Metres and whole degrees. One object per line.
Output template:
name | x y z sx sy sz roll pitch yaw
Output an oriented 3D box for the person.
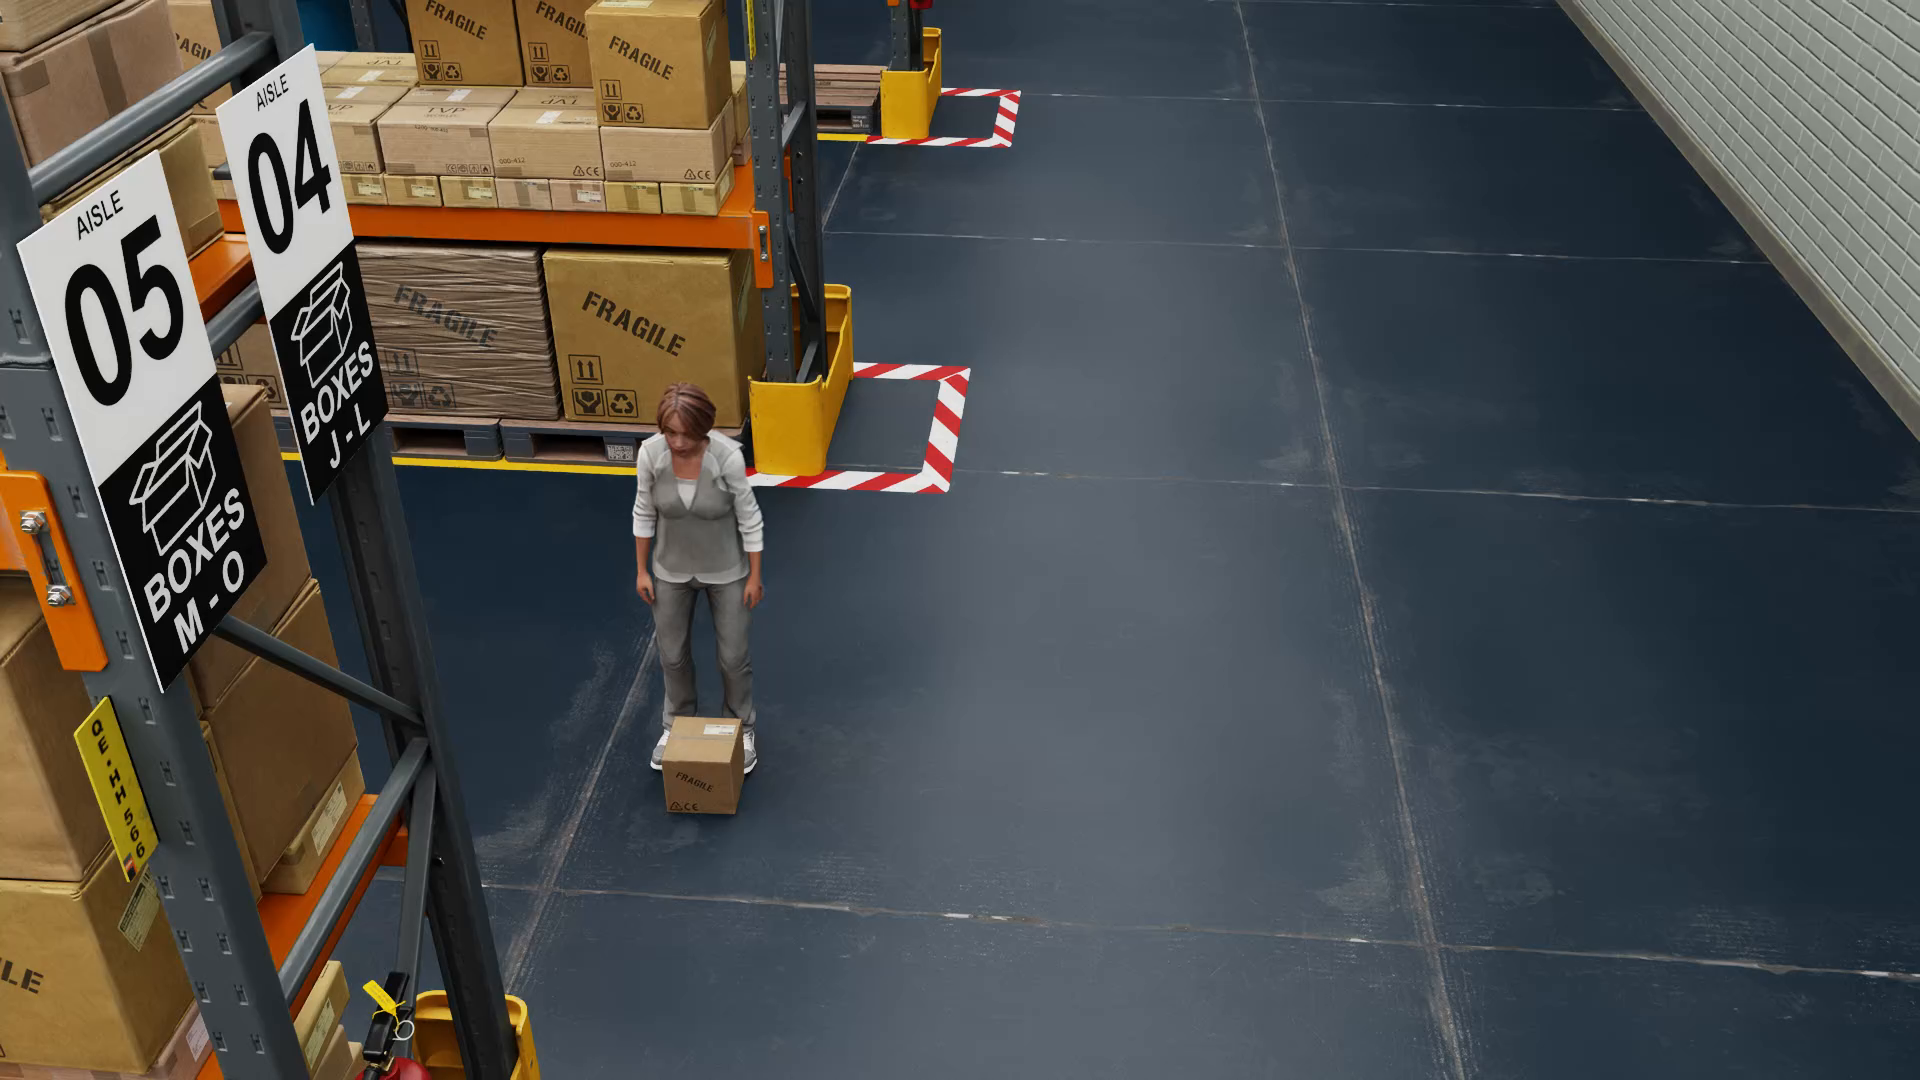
person | -0.927 0.131 5.941 0.468 1.593 0.350 2 32 4
